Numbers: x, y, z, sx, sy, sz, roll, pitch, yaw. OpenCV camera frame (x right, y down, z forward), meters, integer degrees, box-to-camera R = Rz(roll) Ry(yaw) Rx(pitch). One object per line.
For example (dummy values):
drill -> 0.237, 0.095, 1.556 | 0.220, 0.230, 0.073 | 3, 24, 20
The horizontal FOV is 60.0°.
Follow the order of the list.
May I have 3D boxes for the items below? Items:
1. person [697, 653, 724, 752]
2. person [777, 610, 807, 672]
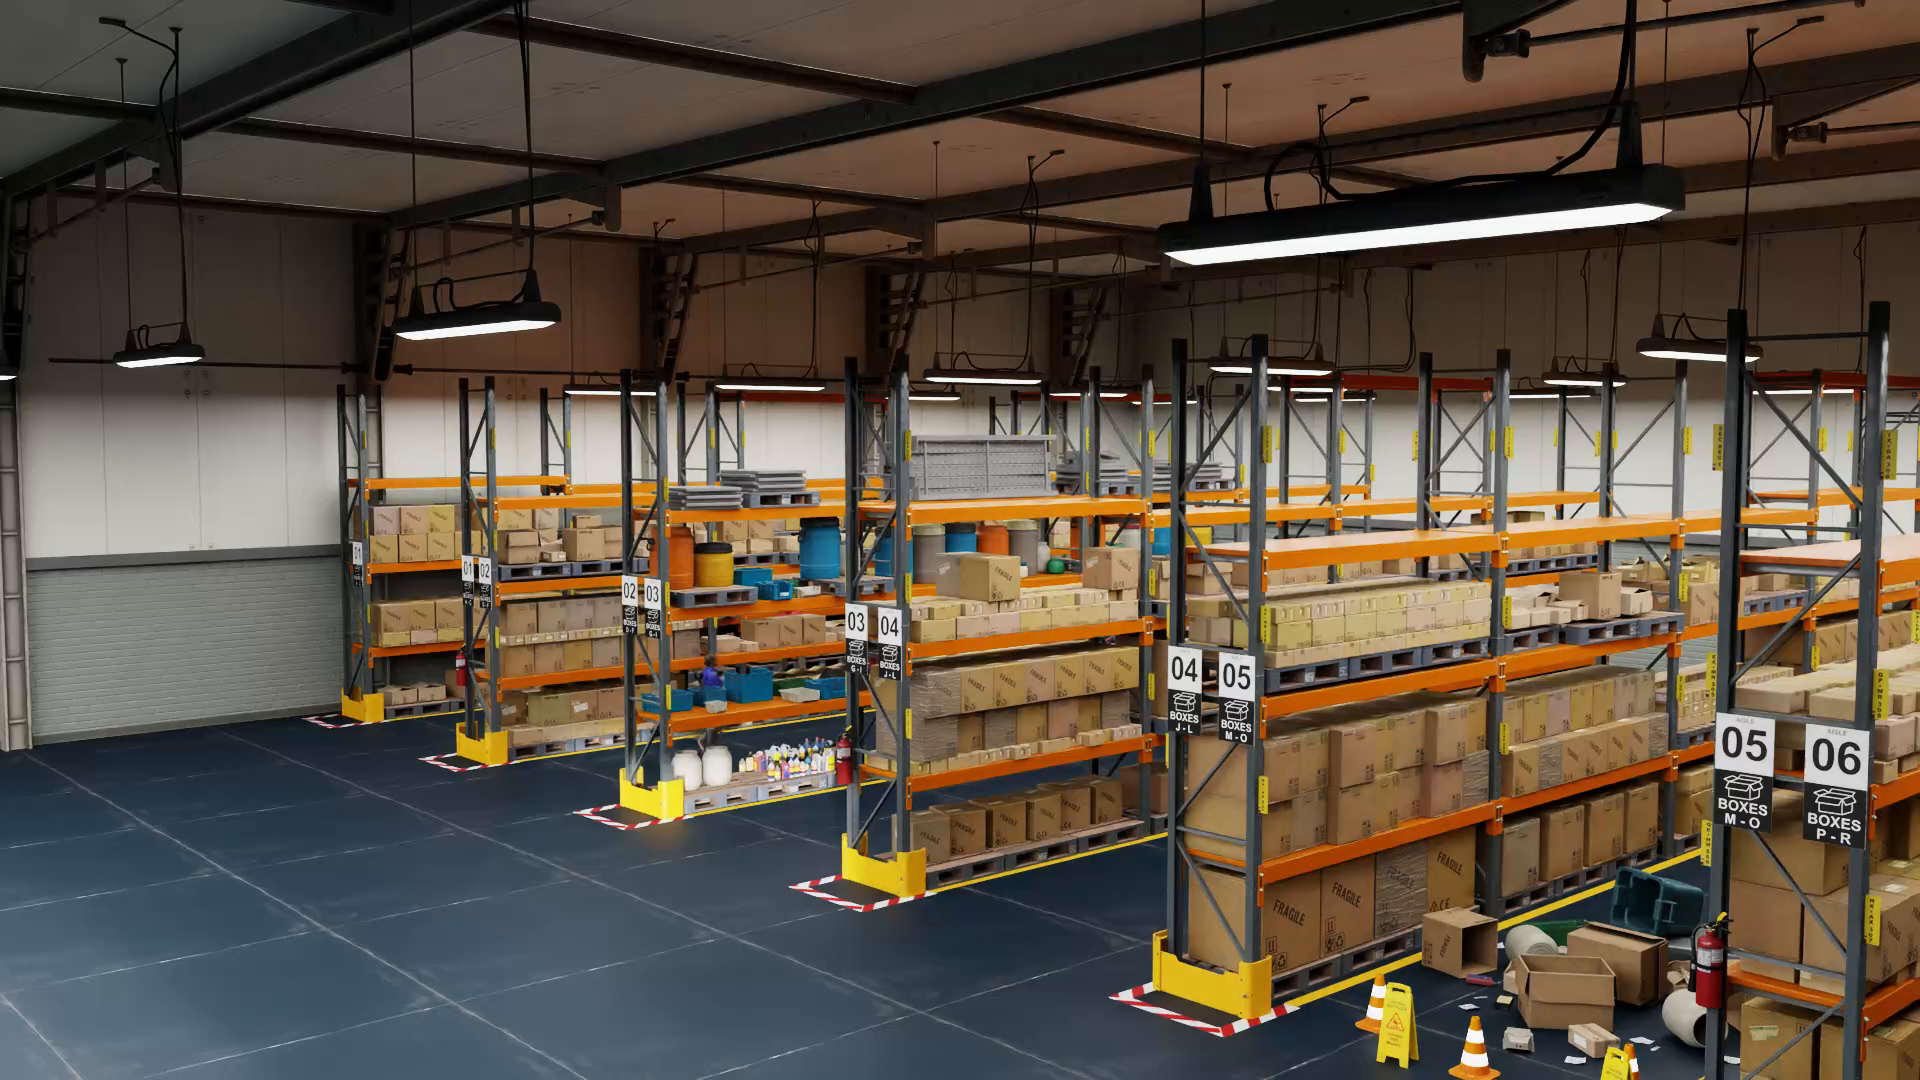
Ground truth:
person -> -3.932, 2.600, 26.299 | 0.466, 1.649, 0.451 | -1, 4, -9
person -> -3.443, 2.071, 34.272 | 0.697, 1.754, 0.559 | -1, 4, -19
